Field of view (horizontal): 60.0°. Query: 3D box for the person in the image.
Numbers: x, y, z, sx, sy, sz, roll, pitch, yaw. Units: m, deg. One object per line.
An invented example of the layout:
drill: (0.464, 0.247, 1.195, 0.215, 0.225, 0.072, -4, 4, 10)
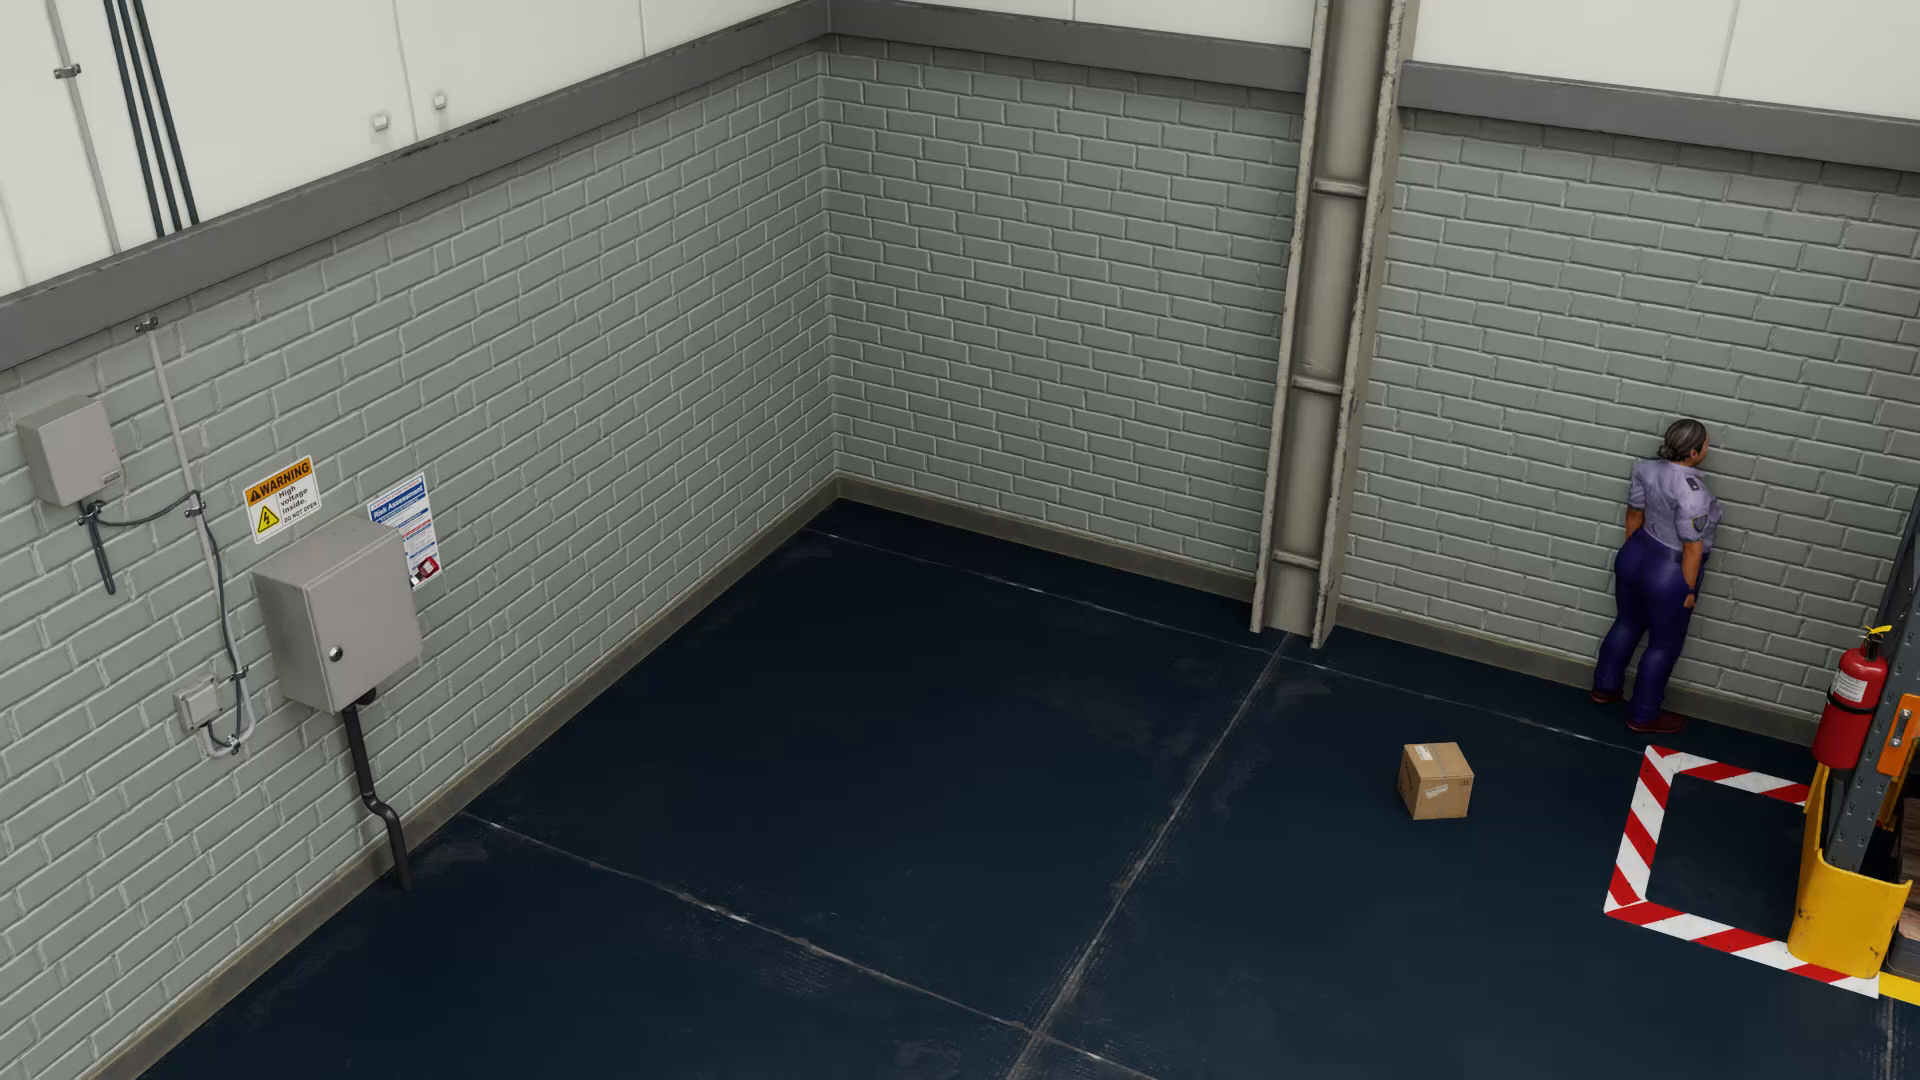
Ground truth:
person: (3.393, 0.160, 8.026, 0.365, 1.650, 0.466, -11, 32, -17)
